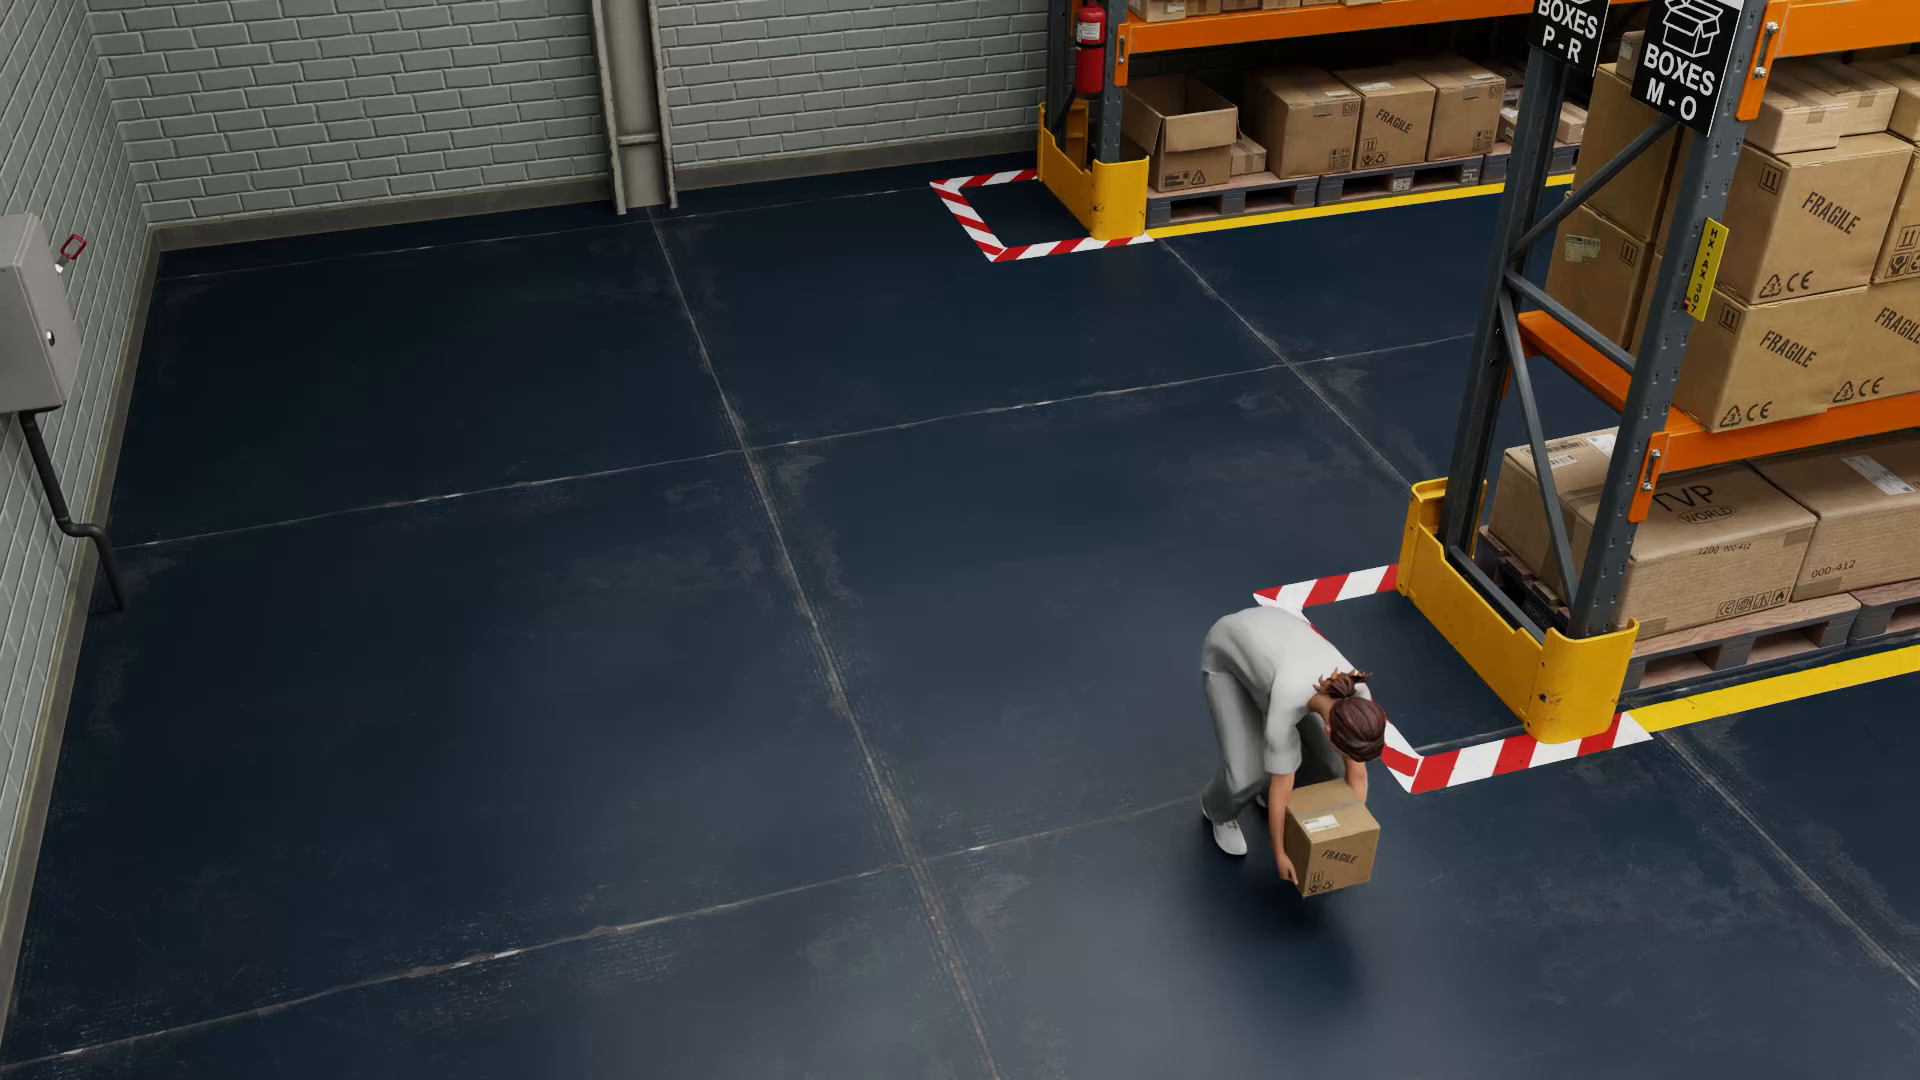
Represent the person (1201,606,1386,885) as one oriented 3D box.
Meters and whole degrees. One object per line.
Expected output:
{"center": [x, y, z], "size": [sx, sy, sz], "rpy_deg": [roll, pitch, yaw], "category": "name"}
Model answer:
{"center": [1.129, 0.725, 5.700], "size": [0.475, 0.971, 0.866], "rpy_deg": [-12, 36, -17], "category": "person"}
